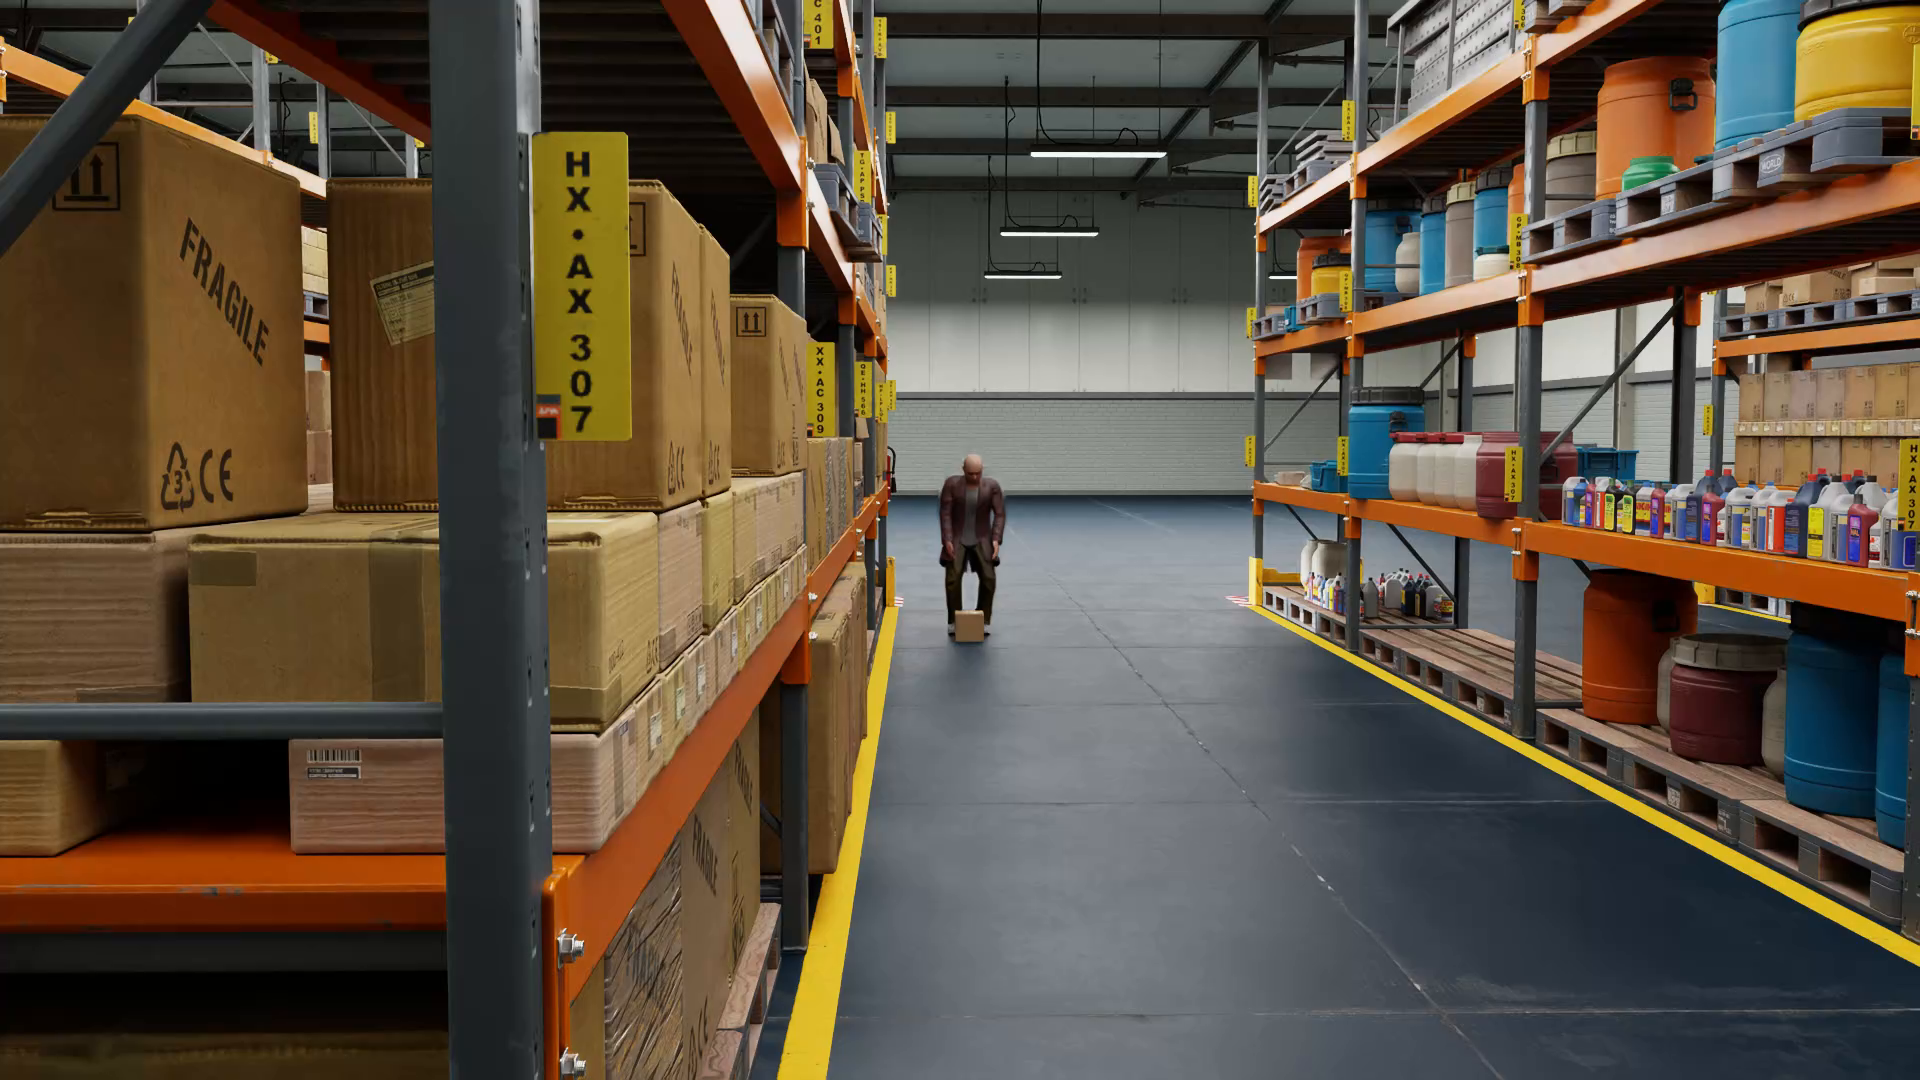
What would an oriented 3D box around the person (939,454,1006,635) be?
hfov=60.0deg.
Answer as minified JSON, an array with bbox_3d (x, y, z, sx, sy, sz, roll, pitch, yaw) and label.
[{"bbox_3d":[0.113,0.041,15.183,0.611,1.643,0.523,0,4,1],"label":"person"}]
